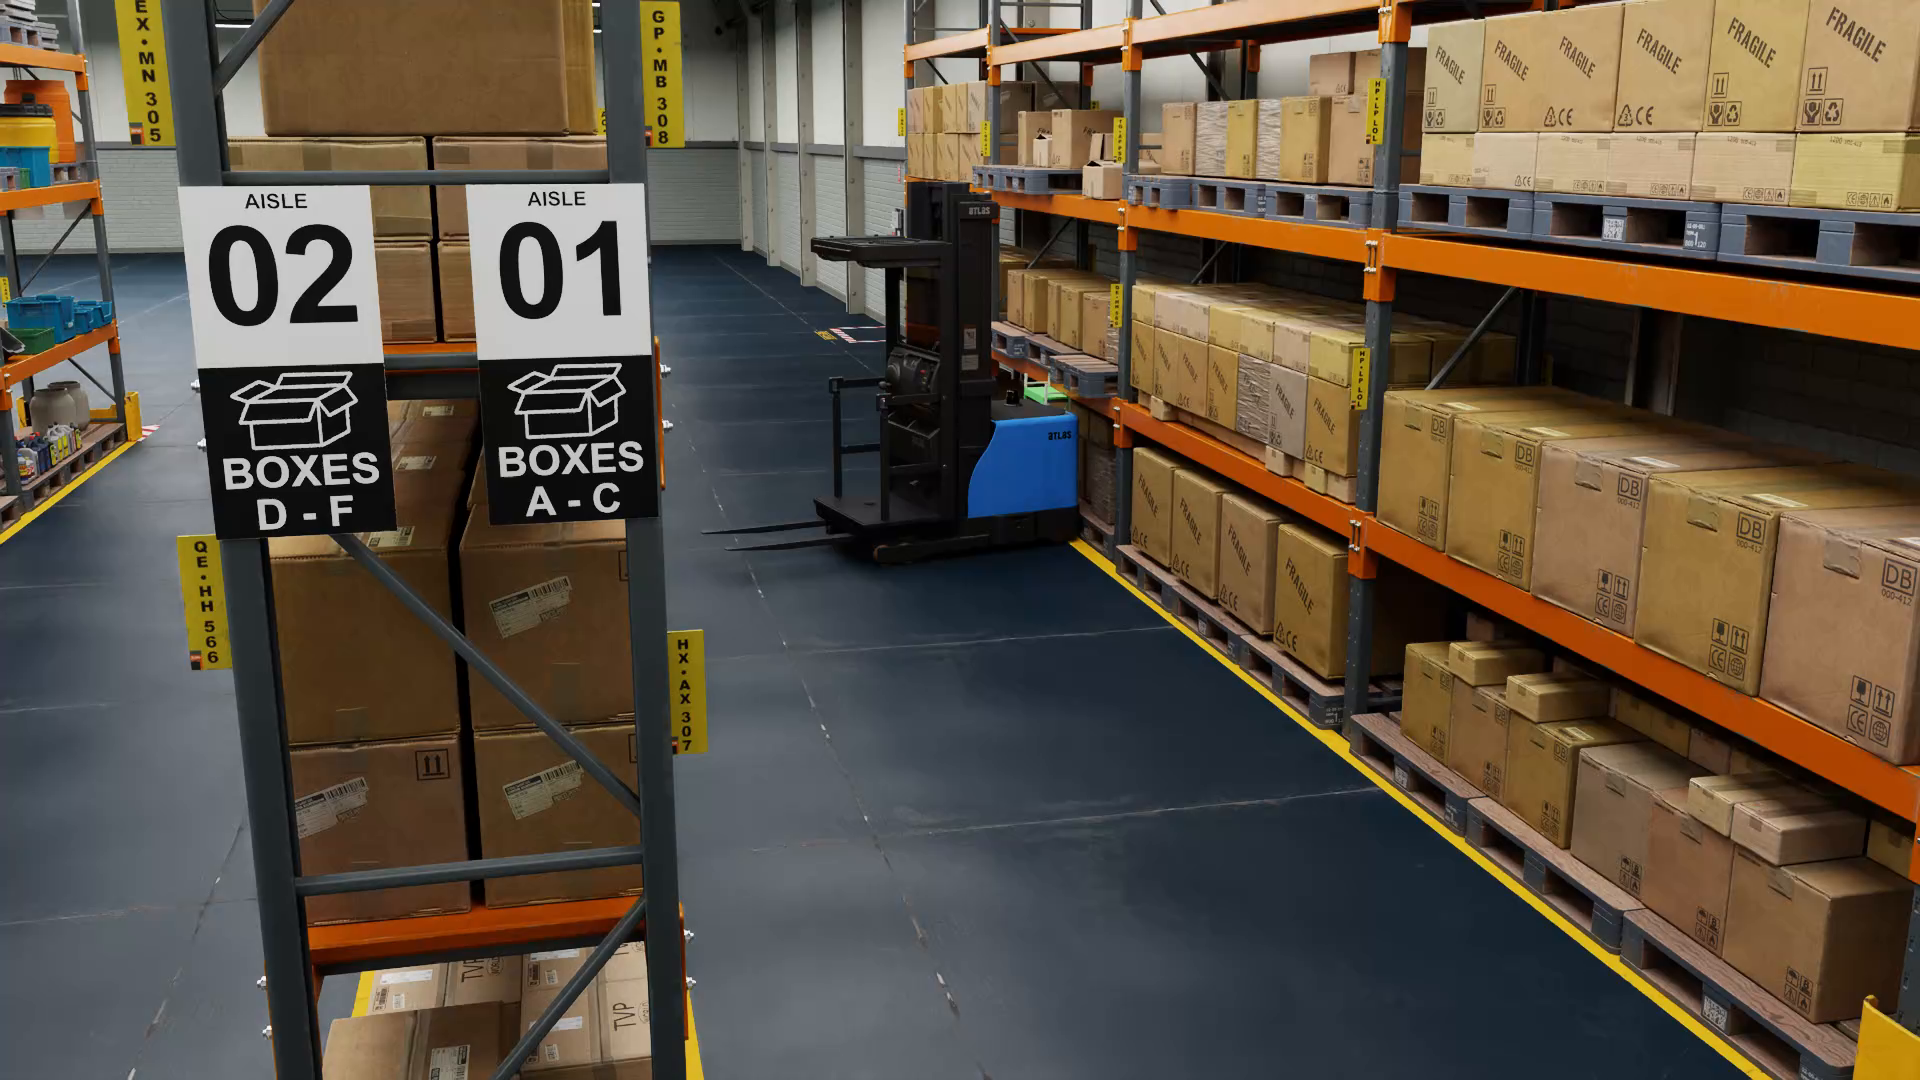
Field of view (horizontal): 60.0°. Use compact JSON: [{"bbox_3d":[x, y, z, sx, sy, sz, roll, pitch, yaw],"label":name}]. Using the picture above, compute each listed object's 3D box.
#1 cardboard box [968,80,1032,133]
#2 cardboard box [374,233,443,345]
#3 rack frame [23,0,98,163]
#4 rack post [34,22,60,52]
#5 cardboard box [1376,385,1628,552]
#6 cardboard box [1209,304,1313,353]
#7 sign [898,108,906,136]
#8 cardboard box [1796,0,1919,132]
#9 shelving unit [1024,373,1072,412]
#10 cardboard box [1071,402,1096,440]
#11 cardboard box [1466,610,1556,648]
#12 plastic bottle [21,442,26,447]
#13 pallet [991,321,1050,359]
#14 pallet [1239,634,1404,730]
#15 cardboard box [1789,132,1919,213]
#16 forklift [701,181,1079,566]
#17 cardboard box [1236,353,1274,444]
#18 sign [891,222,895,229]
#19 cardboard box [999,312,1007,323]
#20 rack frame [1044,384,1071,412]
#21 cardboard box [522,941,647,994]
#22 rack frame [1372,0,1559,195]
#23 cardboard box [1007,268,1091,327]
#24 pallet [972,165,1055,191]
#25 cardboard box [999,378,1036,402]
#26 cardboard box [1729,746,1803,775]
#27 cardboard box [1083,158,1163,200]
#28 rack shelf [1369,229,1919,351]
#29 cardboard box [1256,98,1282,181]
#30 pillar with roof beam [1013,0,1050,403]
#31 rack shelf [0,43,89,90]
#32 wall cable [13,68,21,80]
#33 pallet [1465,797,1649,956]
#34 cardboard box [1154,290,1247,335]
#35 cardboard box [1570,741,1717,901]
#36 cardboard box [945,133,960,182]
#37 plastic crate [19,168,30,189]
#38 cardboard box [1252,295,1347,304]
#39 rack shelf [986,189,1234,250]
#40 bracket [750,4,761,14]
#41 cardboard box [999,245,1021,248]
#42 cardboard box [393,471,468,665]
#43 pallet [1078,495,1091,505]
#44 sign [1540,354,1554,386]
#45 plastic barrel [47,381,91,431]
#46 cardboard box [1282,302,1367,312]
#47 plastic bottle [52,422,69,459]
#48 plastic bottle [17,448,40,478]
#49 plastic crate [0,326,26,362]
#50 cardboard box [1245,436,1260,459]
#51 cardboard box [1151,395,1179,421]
[{"bbox_3d":[0.394,-4.310,16.568,0.500,0.500,0.500,-5,14,-18],"label":"cardboard box"},{"bbox_3d":[-1.597,-0.651,4.267,0.500,0.250,0.500,-3,14,-13],"label":"cardboard box"},{"bbox_3d":[-9.794,-5.493,17.450,1.000,3.000,0.127,-3,14,-13],"label":"rack frame"},{"bbox_3d":[-9.740,-5.069,16.767,0.937,0.300,0.954,-2,14,-7],"label":"rack post"},{"bbox_3d":[2.766,-0.382,8.540,0.980,0.700,0.700,-3,14,-12],"label":"cardboard box"},{"bbox_3d":[1.945,-1.377,10.783,0.500,0.250,0.500,-4,14,-14],"label":"cardboard box"},{"bbox_3d":[-0.691,-4.982,19.839,0.100,0.325,0.005,-3,14,-13],"label":"sign"},{"bbox_3d":[3.157,-1.595,5.454,0.500,0.500,0.500,-3,14,-13],"label":"cardboard box"},{"bbox_3d":[0.742,-0.814,14.456,0.258,1.200,0.503,-4,17,-18],"label":"shelving unit"},{"bbox_3d":[1.297,-1.066,14.729,0.500,0.250,0.500,-3,14,-13],"label":"cardboard box"},{"bbox_3d":[2.889,0.466,8.714,0.380,0.149,0.250,-3,14,-14],"label":"cardboard box"},{"bbox_3d":[-8.792,-0.780,15.623,0.097,0.271,0.097,0,14,0],"label":"plastic bottle"},{"bbox_3d":[0.814,-1.931,15.913,1.003,0.211,1.213,-3,14,-13],"label":"pallet"},{"bbox_3d":[2.400,0.818,10.134,1.003,0.211,1.213,-3,14,-13],"label":"pallet"},{"bbox_3d":[3.164,-1.231,5.545,0.500,0.250,0.500,-3,14,-11],"label":"cardboard box"},{"bbox_3d":[-0.564,-1.359,13.314,3.031,2.935,1.130,-7,15,-25],"label":"forklift"},{"bbox_3d":[2.062,-0.891,10.376,0.500,0.500,0.500,-3,14,-13],"label":"cardboard box"},{"bbox_3d":[-1.148,-5.381,28.439,0.001,0.109,0.331,-3,14,-13],"label":"sign"},{"bbox_3d":[0.370,-2.237,17.039,0.500,0.250,0.500,-3,14,-13],"label":"cardboard box"},{"bbox_3d":[0.819,-0.748,14.234,0.240,1.200,0.015,-4,17,-18],"label":"rack frame"},{"bbox_3d":[-1.307,1.587,5.977,0.500,0.250,0.500,-3,14,-13],"label":"cardboard box"},{"bbox_3d":[2.654,-3.277,8.379,1.000,3.000,0.127,-3,14,-13],"label":"rack frame"},{"bbox_3d":[0.862,-2.351,16.093,0.700,0.500,0.500,-3,14,-13],"label":"cardboard box"},{"bbox_3d":[0.817,-3.426,15.704,1.213,0.211,1.003,-3,14,-13],"label":"pallet"},{"bbox_3d":[0.493,-1.445,17.861,0.500,0.500,0.500,-4,14,-17],"label":"cardboard box"},{"bbox_3d":[3.378,0.942,6.764,0.380,0.149,0.250,-3,14,-13],"label":"cardboard box"},{"bbox_3d":[1.283,-2.860,13.139,0.500,0.311,0.500,-3,14,-13],"label":"cardboard box"},{"bbox_3d":[3.124,-1.009,6.932,1.077,0.370,4.000,-3,14,-13],"label":"rack shelf"},{"bbox_3d":[2.306,-2.535,10.526,0.700,0.500,0.500,-3,14,-13],"label":"cardboard box"},{"bbox_3d":[-3.343,-5.692,18.265,9.100,9.000,0.400,-3,14,-13],"label":"pillar with roof beam"},{"bbox_3d":[-9.324,-4.488,15.695,1.077,0.370,4.000,-3,14,-13],"label":"rack shelf"},{"bbox_3d":[-26.998,-14.028,45.219,2.305,6.003,0.169,-3,14,-13],"label":"wall cable"},{"bbox_3d":[3.047,1.454,7.532,1.003,0.211,1.213,-3,14,-13],"label":"pallet"},{"bbox_3d":[1.698,-1.609,11.735,0.500,0.250,0.500,-3,14,-14],"label":"cardboard box"},{"bbox_3d":[3.096,1.183,7.147,0.700,0.500,0.500,-4,14,-15],"label":"cardboard box"},{"bbox_3d":[0.143,-4.069,17.691,0.500,0.500,0.500,-4,14,-15],"label":"cardboard box"},{"bbox_3d":[-8.960,-3.389,15.606,0.336,0.188,0.450,-3,14,-13],"label":"plastic crate"},{"bbox_3d":[2.309,-1.524,11.386,0.500,0.250,0.500,-4,14,-15],"label":"cardboard box"},{"bbox_3d":[1.245,-2.855,14.486,1.077,0.370,4.000,-3,14,-13],"label":"rack shelf"},{"bbox_3d":[-5.043,-13.102,41.009,0.235,0.232,0.430,-3,14,-13],"label":"bracket"},{"bbox_3d":[0.388,-3.100,18.988,0.500,0.500,0.500,-4,14,-15],"label":"cardboard box"},{"bbox_3d":[-1.712,0.099,4.884,0.500,0.500,0.500,-3,14,-12],"label":"cardboard box"},{"bbox_3d":[1.250,-0.392,15.087,1.003,0.211,1.213,-3,14,-13],"label":"pallet"},{"bbox_3d":[3.193,-0.853,9.107,0.100,0.325,0.005,-3,14,-13],"label":"sign"},{"bbox_3d":[-9.565,-1.427,17.804,0.421,0.512,0.421,0,14,0],"label":"plastic barrel"},{"bbox_3d":[2.429,-1.407,10.905,0.500,0.250,0.500,-4,14,-15],"label":"cardboard box"},{"bbox_3d":[-8.828,-0.977,16.259,0.144,0.351,0.185,-3,14,-11],"label":"plastic bottle"},{"bbox_3d":[-8.606,-0.718,15.356,0.152,0.276,0.135,-3,14,-11],"label":"plastic bottle"},{"bbox_3d":[-8.854,-1.754,14.916,0.767,0.338,0.504,-3,14,-13],"label":"plastic crate"},{"bbox_3d":[2.044,-0.608,10.583,0.380,0.149,0.250,-4,14,-15],"label":"cardboard box"},{"bbox_3d":[1.598,-0.960,12.022,0.380,0.149,0.250,-3,14,-11],"label":"cardboard box"}]
